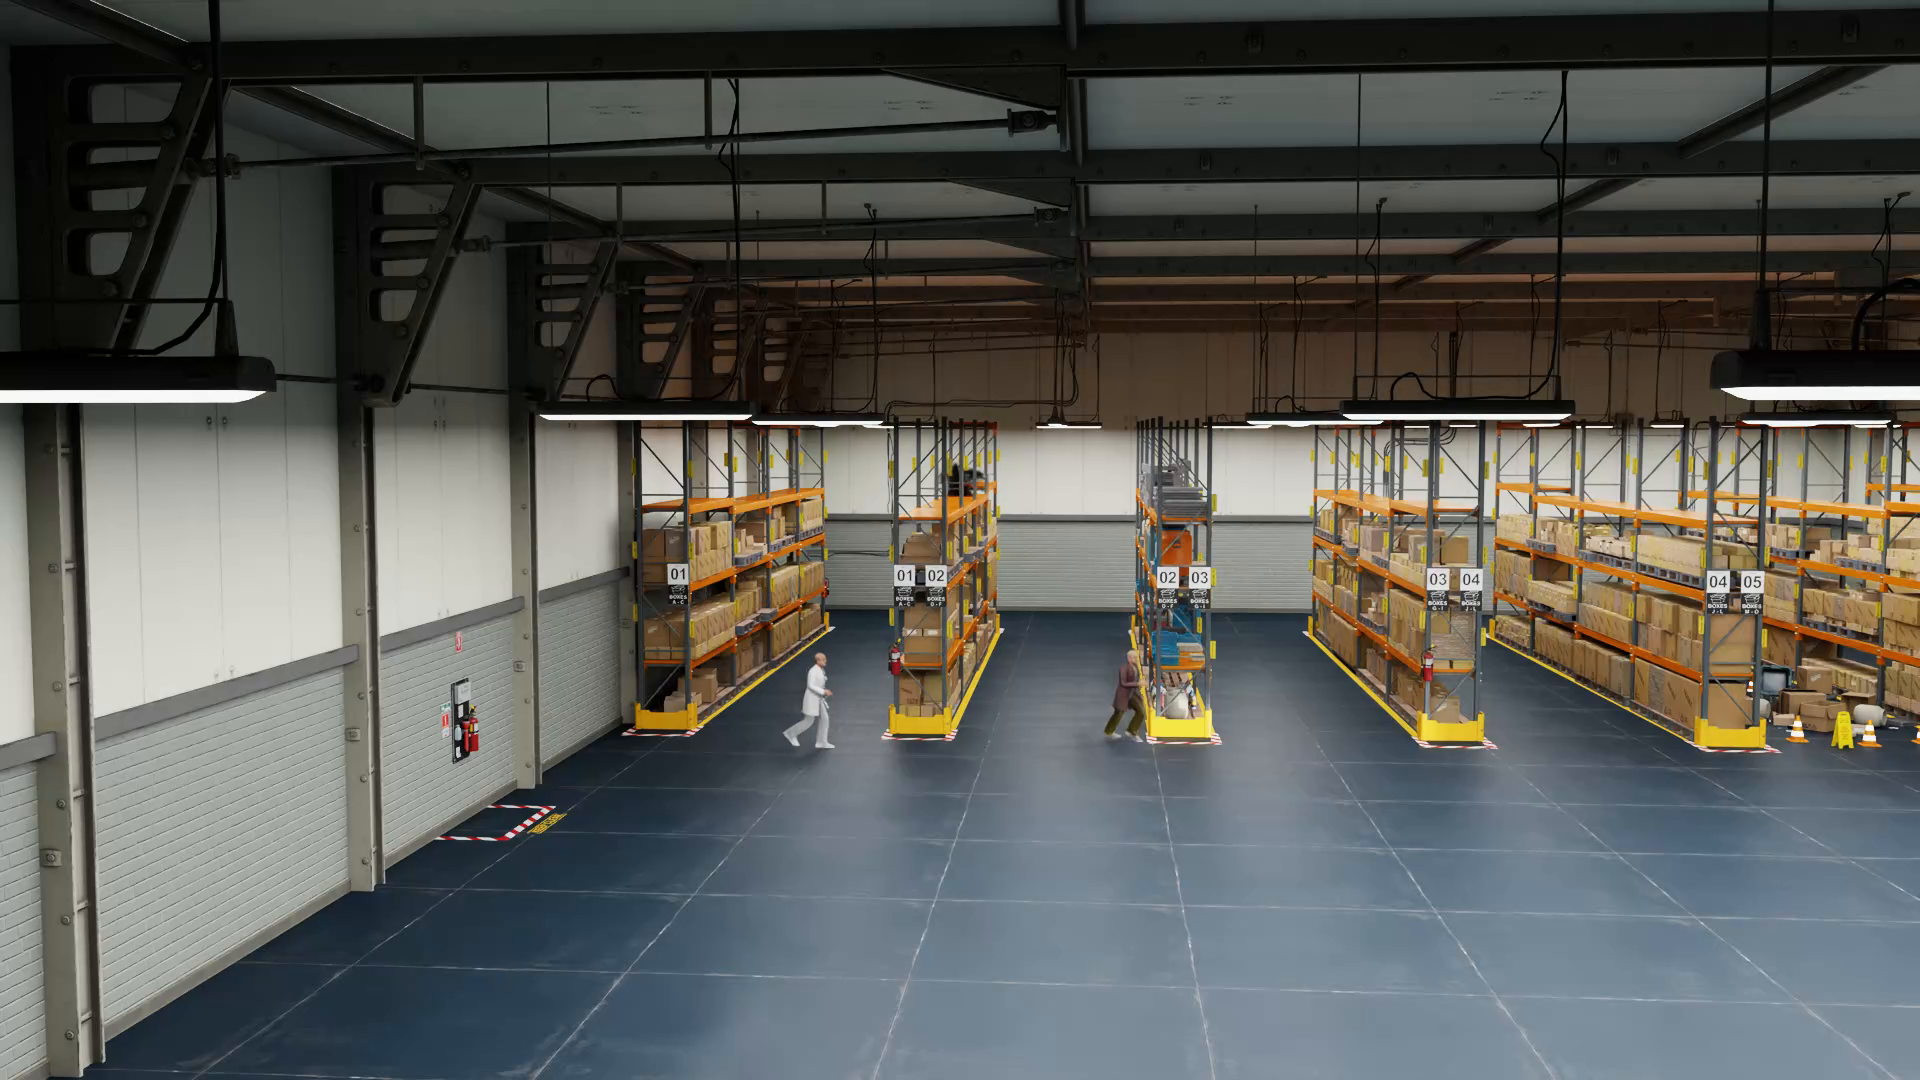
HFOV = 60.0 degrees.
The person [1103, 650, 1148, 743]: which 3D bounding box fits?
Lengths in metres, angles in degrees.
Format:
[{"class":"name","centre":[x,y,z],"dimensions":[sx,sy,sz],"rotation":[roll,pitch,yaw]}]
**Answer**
[{"class":"person","centre":[3.045,2.869,30.492],"dimensions":[0.636,1.728,1.012],"rotation":[-4,5,-44]}]

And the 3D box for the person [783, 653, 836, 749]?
[{"class":"person","centre":[-2.717,2.897,29.973],"dimensions":[0.962,1.744,0.693],"rotation":[1,4,17]}]
